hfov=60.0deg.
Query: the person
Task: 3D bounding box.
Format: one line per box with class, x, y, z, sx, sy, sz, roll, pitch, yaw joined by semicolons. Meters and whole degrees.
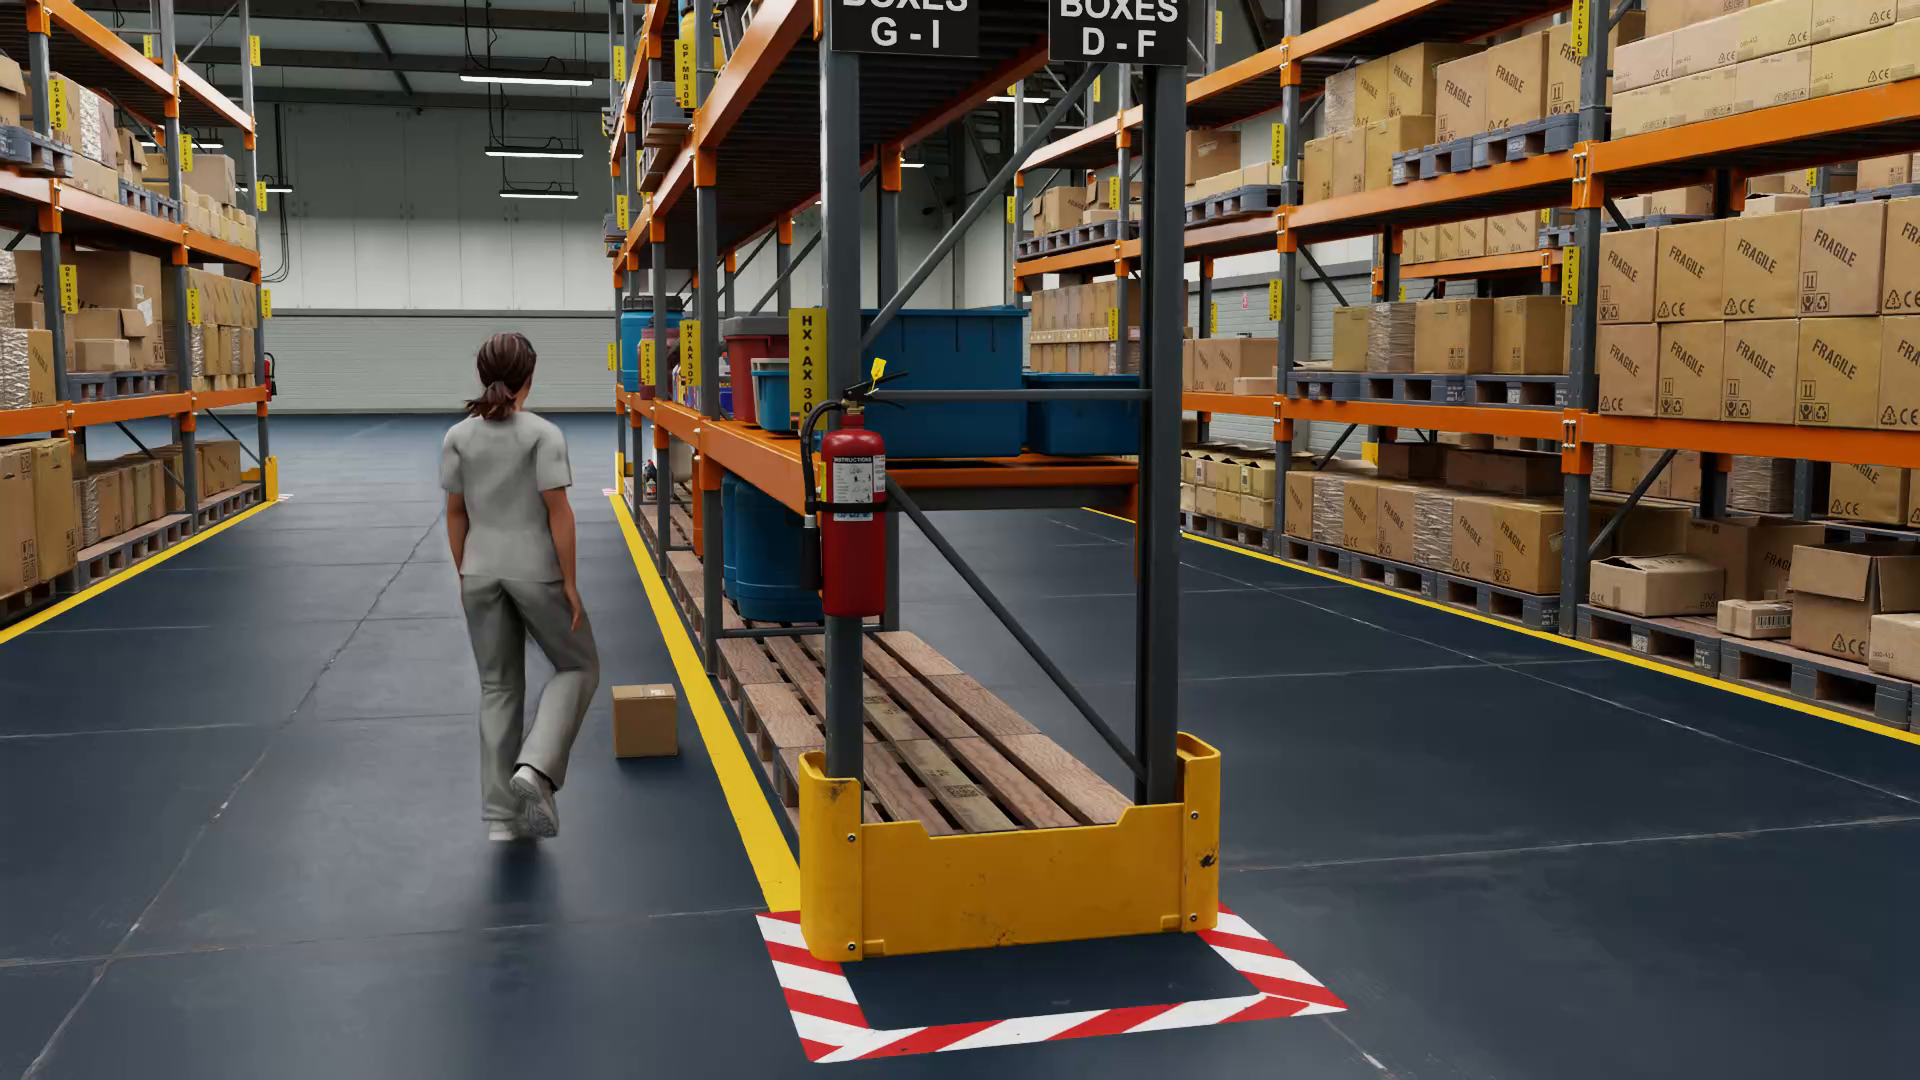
person;-1.457;0.152;5.500;0.474;1.663;0.453;1;6;6
